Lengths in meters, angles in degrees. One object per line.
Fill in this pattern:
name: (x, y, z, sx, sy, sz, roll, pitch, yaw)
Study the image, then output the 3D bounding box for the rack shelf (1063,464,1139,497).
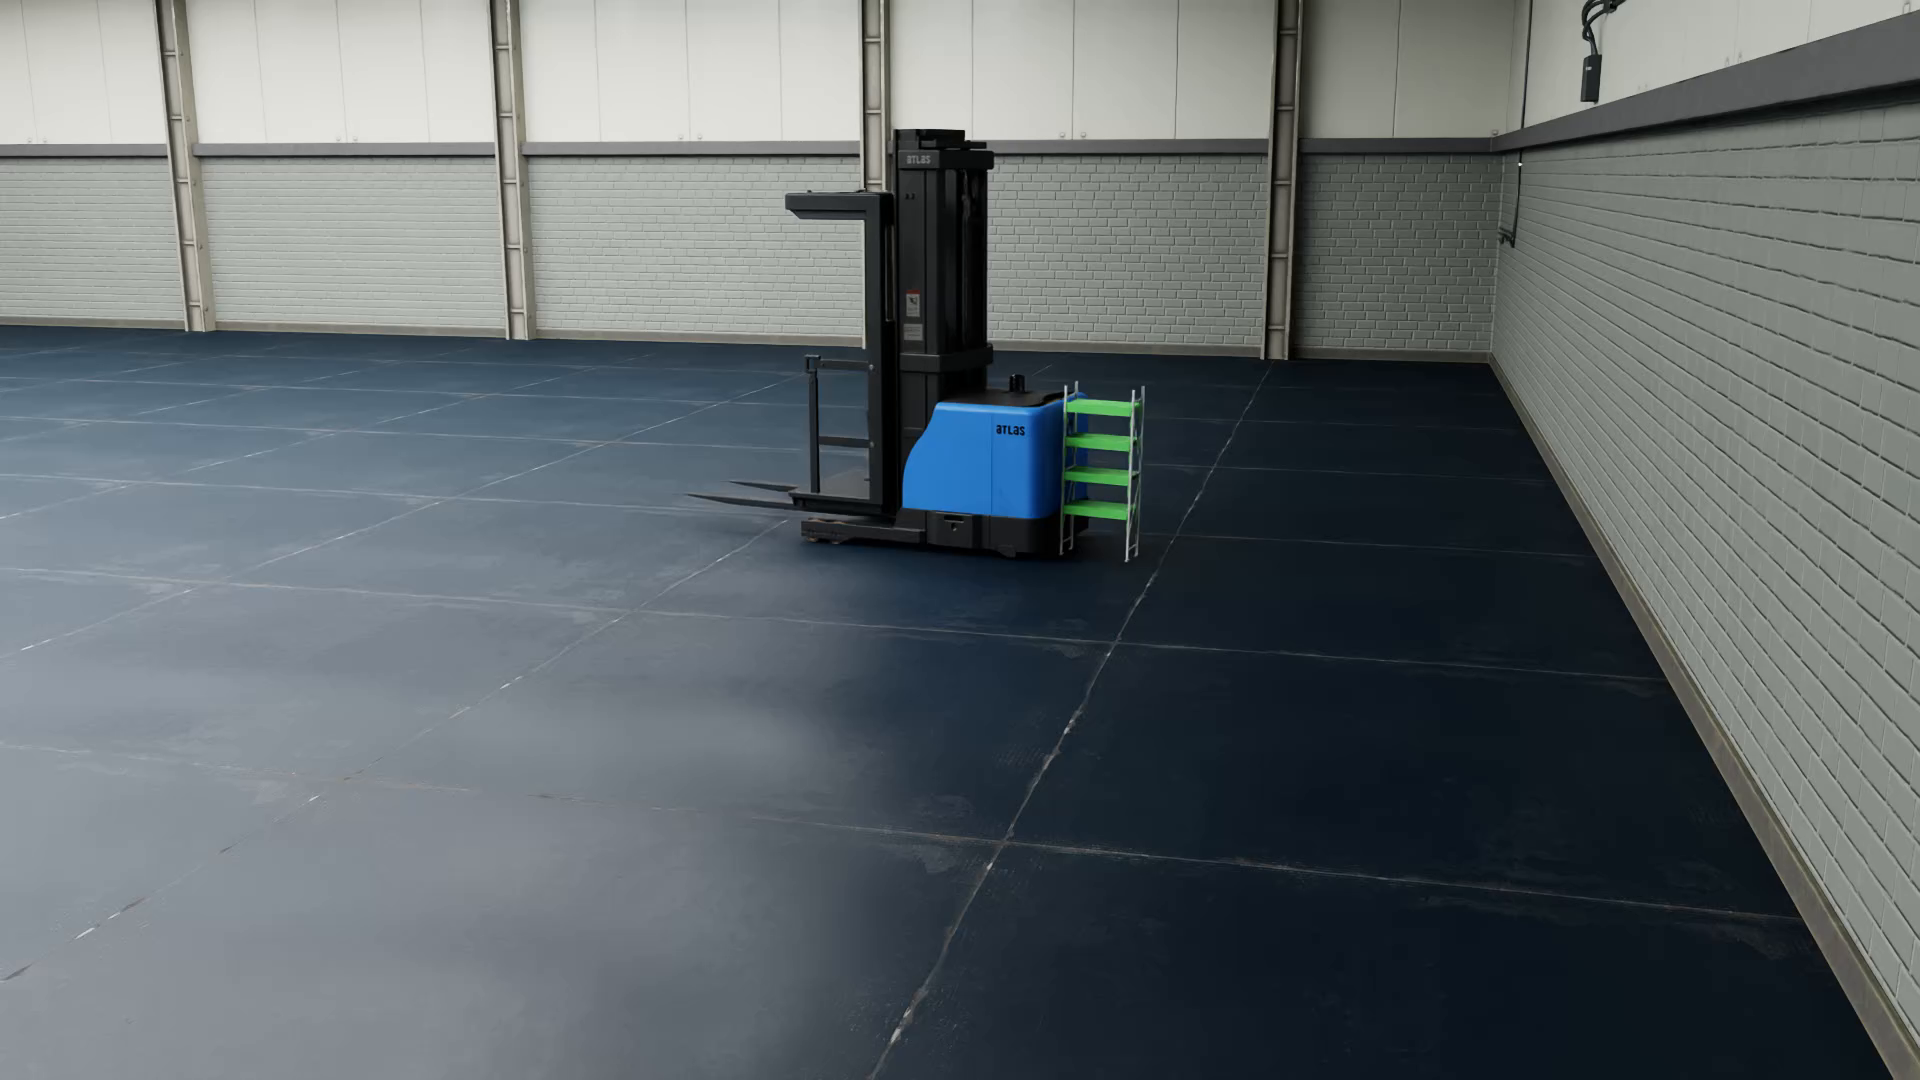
rack shelf: (0.988, -0.418, 11.624, 0.480, 0.148, 0.258, 6, 14, 23)

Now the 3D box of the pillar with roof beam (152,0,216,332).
pillar with roof beam: (-13.944, -7.052, 23.245, 0.400, 9.000, 9.100, 3, 13, 14)

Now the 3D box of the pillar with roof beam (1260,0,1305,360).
pillar with roof beam: (3.531, -6.118, 19.035, 0.400, 9.000, 9.100, 3, 13, 14)

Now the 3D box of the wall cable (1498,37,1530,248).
wall cable: (7.106, -5.077, 21.509, 0.112, 2.526, 3.097, 3, 13, 14)

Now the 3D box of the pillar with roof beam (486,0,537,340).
pillar with roof beam: (-8.119, -6.741, 21.842, 0.400, 9.000, 9.100, 3, 13, 14)

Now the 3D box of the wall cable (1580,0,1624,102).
wall cable: (4.816, -6.257, 11.810, 0.169, 6.003, 2.305, 3, 13, 14)

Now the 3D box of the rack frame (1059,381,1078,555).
rack frame: (0.765, -0.505, 11.703, 0.015, 1.200, 0.240, 6, 14, 23)

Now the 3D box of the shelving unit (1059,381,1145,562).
shelving unit: (0.989, -0.481, 11.610, 0.503, 1.200, 0.258, 6, 14, 23)

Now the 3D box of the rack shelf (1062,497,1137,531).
rack shelf: (0.985, -0.184, 11.677, 0.480, 0.148, 0.258, 6, 14, 23)

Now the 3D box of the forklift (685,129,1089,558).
forklift: (-0.609, -1.500, 12.229, 3.031, 2.935, 1.130, 6, 14, 24)

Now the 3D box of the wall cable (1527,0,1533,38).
wall cable: (6.458, -6.973, 18.398, 0.112, 2.526, 3.097, 3, 13, 14)

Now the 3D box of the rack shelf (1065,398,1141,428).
rack shelf: (0.996, -0.886, 11.517, 0.480, 0.148, 0.258, 6, 14, 23)

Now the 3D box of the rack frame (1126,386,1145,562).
rack frame: (1.213, -0.456, 11.516, 0.015, 1.200, 0.240, 6, 14, 23)

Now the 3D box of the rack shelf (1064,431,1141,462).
rack shelf: (0.992, -0.652, 11.570, 0.480, 0.148, 0.258, 6, 14, 23)

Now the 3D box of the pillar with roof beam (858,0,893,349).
pillar with roof beam: (-2.294, -6.430, 20.438, 0.400, 9.000, 9.100, 3, 13, 14)
